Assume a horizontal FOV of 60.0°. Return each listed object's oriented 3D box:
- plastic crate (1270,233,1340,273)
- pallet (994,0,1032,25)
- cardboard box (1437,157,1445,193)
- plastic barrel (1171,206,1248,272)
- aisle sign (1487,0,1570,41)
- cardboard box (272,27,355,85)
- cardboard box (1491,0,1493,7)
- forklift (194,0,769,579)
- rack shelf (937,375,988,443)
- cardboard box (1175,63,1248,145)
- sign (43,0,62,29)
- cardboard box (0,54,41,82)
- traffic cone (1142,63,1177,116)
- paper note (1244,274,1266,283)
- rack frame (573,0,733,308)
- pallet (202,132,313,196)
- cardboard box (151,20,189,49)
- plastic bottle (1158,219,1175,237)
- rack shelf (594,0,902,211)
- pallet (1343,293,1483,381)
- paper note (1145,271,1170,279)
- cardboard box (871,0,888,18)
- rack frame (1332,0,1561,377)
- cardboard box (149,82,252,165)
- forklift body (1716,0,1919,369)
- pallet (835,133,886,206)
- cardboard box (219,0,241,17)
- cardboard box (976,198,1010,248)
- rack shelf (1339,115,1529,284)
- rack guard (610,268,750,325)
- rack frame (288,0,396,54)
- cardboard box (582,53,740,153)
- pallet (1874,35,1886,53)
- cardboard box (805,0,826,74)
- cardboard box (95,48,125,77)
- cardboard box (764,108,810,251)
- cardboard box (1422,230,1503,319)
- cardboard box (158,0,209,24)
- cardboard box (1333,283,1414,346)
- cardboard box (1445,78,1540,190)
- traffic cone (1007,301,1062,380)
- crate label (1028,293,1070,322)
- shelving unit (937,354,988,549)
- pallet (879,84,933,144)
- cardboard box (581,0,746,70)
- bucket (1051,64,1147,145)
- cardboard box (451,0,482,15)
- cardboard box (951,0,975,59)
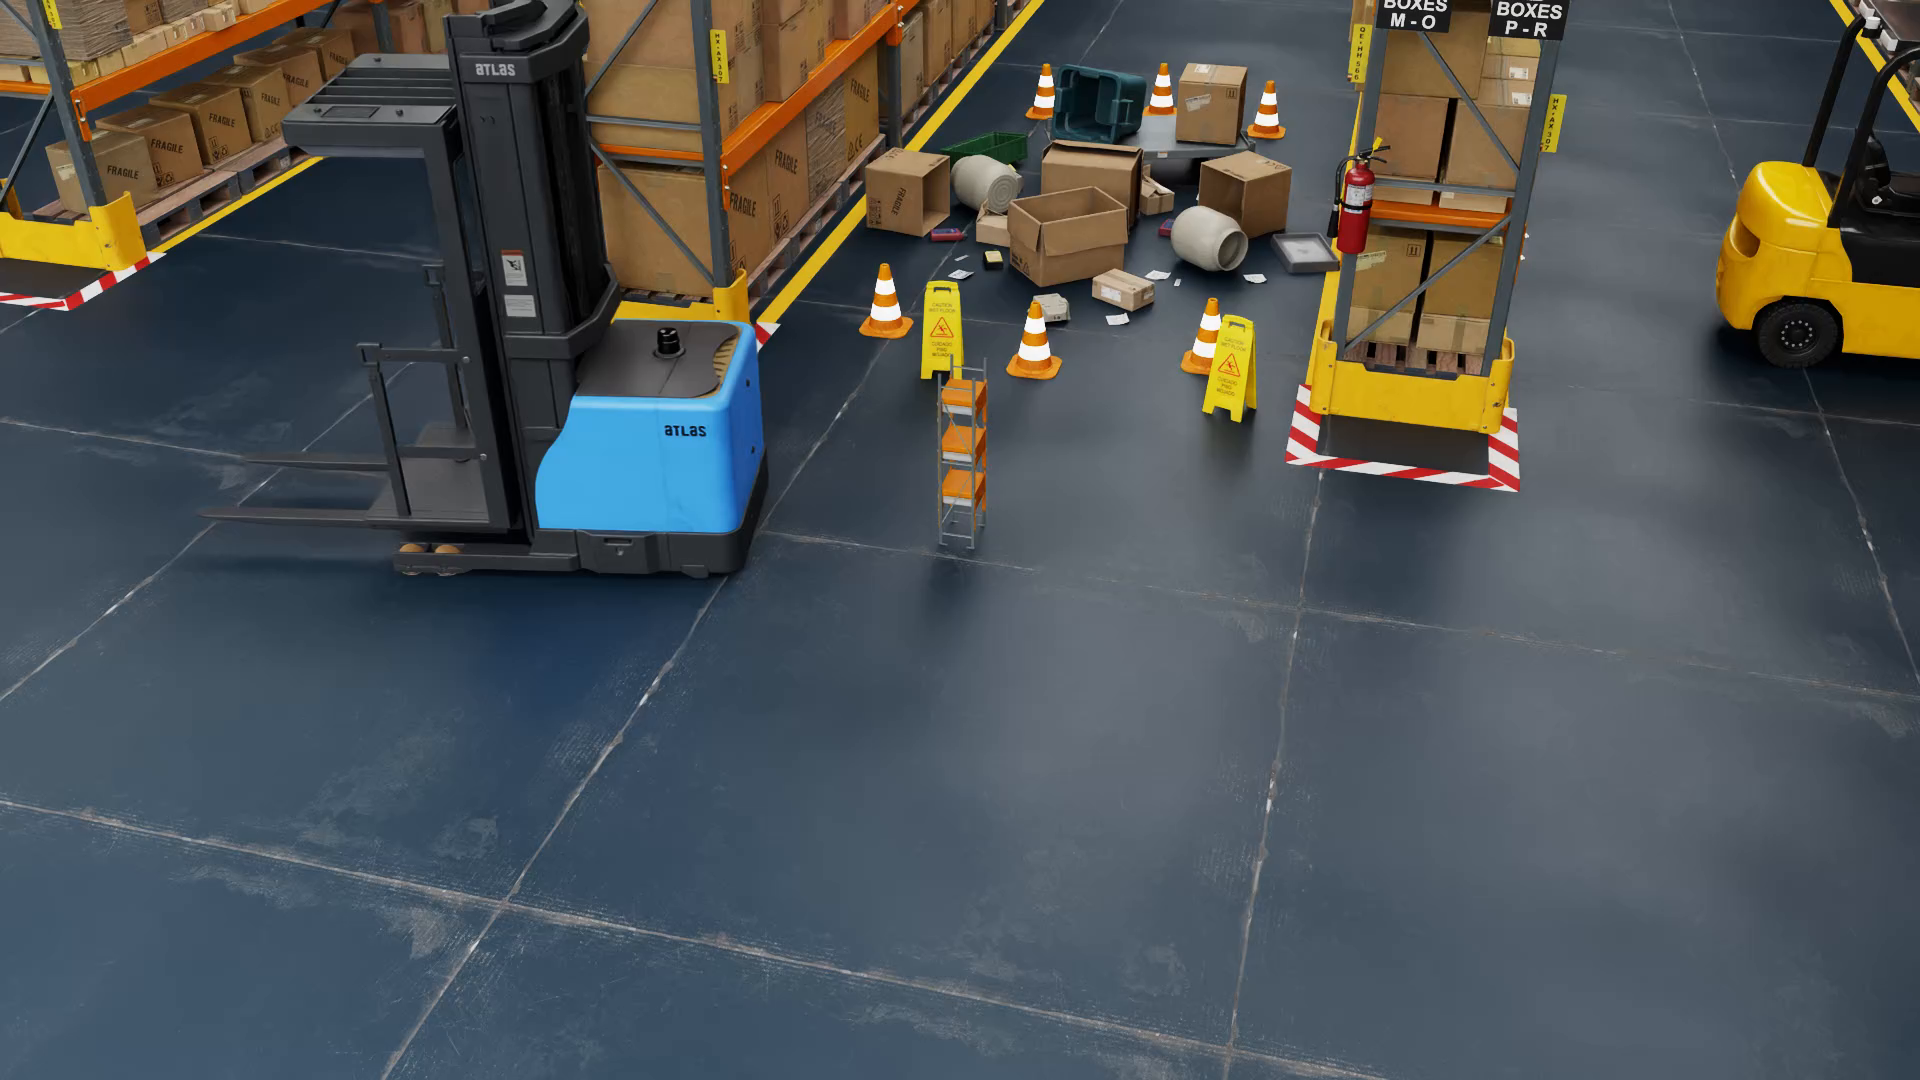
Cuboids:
[{"bbox_3d":[2.617,-2.184,12.611,0.402,0.080,0.583,-3,33,-4],"label":"plastic crate"},{"bbox_3d":[0.209,-6.045,18.562,1.003,0.211,1.213,8,33,12],"label":"pallet"},{"bbox_3d":[3.130,-2.219,10.178,0.380,0.149,0.250,9,33,13],"label":"cardboard box"},{"bbox_3d":[1.853,-2.234,12.370,0.421,0.421,0.512,-21,38,-29],"label":"plastic barrel"},{"bbox_3d":[3.077,-3.066,8.854,0.394,0.787,0.004,8,33,12],"label":"aisle sign"},{"bbox_3d":[-5.918,-4.389,15.296,0.500,0.500,0.500,7,33,11],"label":"cardboard box"},{"bbox_3d":[3.685,-3.485,11.565,0.500,0.500,0.500,9,34,14],"label":"cardboard box"},{"bbox_3d":[-2.642,-1.323,8.599,3.031,2.935,1.130,2,32,3],"label":"forklift"},{"bbox_3d":[0.014,-0.701,8.865,0.215,0.259,0.240,8,33,12],"label":"rack shelf"},{"bbox_3d":[2.079,-3.611,13.758,0.500,0.500,0.500,8,33,12],"label":"cardboard box"},{"bbox_3d":[-6.268,-3.684,11.442,0.100,0.325,0.005,8,33,12],"label":"sign"},{"bbox_3d":[-6.920,-3.463,12.135,0.380,0.149,0.250,8,33,12],"label":"cardboard box"},{"bbox_3d":[1.875,-4.169,15.377,0.336,0.463,0.334,8,33,12],"label":"traffic cone"},{"bbox_3d":[2.180,-1.936,12.267,0.142,0.019,0.148,-3,33,-4],"label":"paper note"},{"bbox_3d":[-2.021,-2.665,10.646,1.000,3.000,0.127,8,33,12],"label":"rack frame"},{"bbox_3d":[-6.221,-3.303,14.249,1.003,0.211,1.213,8,33,12],"label":"pallet"},{"bbox_3d":[-6.216,-3.918,12.852,0.380,0.149,0.250,8,33,12],"label":"cardboard box"},{"bbox_3d":[1.667,-2.465,13.070,0.133,0.061,0.283,14,35,21],"label":"plastic bottle"},{"bbox_3d":[-1.513,-3.399,12.472,1.077,0.370,4.000,8,33,12],"label":"rack shelf"},{"bbox_3d":[3.053,-1.323,11.134,1.003,0.211,1.213,8,33,12],"label":"pallet"},{"bbox_3d":[1.468,-1.968,12.327,0.148,0.019,0.142,20,38,29],"label":"paper note"},{"bbox_3d":[-1.088,-4.611,13.567,0.875,0.550,0.550,8,33,12],"label":"cardboard box"},{"bbox_3d":[2.793,-2.043,9.668,1.000,3.000,0.127,8,33,12],"label":"rack frame"},{"bbox_3d":[-6.322,-3.474,13.857,0.500,0.500,0.500,11,34,17],"label":"cardboard box"},{"bbox_3d":[6.312,-2.244,10.775,2.313,2.155,1.214,8,33,12],"label":"forklift body"},{"bbox_3d":[-1.274,-3.180,14.055,1.003,0.211,1.213,8,33,12],"label":"pallet"},{"bbox_3d":[-6.080,-4.315,13.476,0.380,0.149,0.250,8,33,12],"label":"cardboard box"},{"bbox_3d":[0.340,-2.444,12.847,0.396,0.266,0.258,14,35,21],"label":"cardboard box"},{"bbox_3d":[3.301,-2.778,11.494,1.077,0.370,4.000,8,33,12],"label":"rack shelf"},{"bbox_3d":[-2.027,-1.598,11.297,1.175,0.500,0.348,8,33,12],"label":"rack guard"},{"bbox_3d":[-5.777,-5.468,15.056,1.000,3.000,0.127,8,33,12],"label":"rack frame"},{"bbox_3d":[-1.970,-2.927,10.918,0.875,0.550,0.550,8,33,12],"label":"cardboard box"},{"bbox_3d":[10.163,-5.358,17.481,1.003,0.211,1.213,8,33,12],"label":"pallet"},{"bbox_3d":[-1.494,-3.769,12.244,0.875,0.550,0.500,8,33,12],"label":"cardboard box"},{"bbox_3d":[-6.408,-3.529,12.240,0.380,0.149,0.250,8,33,12],"label":"cardboard box"},{"bbox_3d":[-1.691,-2.763,12.390,0.875,0.875,0.875,8,33,12],"label":"cardboard box"},{"bbox_3d":[3.271,-1.770,10.711,0.500,0.500,0.500,7,33,11],"label":"cardboard box"},{"bbox_3d":[-6.447,-4.371,12.960,0.875,0.500,0.500,8,33,12],"label":"cardboard box"},{"bbox_3d":[2.744,-1.529,11.030,0.500,0.250,0.500,8,33,12],"label":"cardboard box"},{"bbox_3d":[3.182,-2.419,9.889,0.500,0.500,0.500,8,33,12],"label":"cardboard box"},{"bbox_3d":[0.494,-1.346,10.936,0.336,0.463,0.334,8,33,12],"label":"traffic cone"},{"bbox_3d":[0.634,-1.625,11.679,0.250,0.136,0.298,-8,33,-13],"label":"crate label"},{"bbox_3d":[0.014,-0.471,9.012,0.215,1.050,0.252,8,33,12],"label":"shelving unit"},{"bbox_3d":[-0.883,-3.975,15.305,1.003,0.211,1.213,8,33,12],"label":"pallet"},{"bbox_3d":[-1.889,-3.371,10.611,0.875,0.550,0.550,8,33,12],"label":"cardboard box"},{"bbox_3d":[1.190,-3.616,13.777,0.726,0.611,0.620,20,28,29],"label":"bucket"},{"bbox_3d":[-5.320,-5.450,16.947,0.700,0.500,0.500,5,33,8],"label":"cardboard box"},{"bbox_3d":[-0.451,-5.286,16.475,1.050,0.750,0.750,9,33,13],"label":"cardboard box"}]
